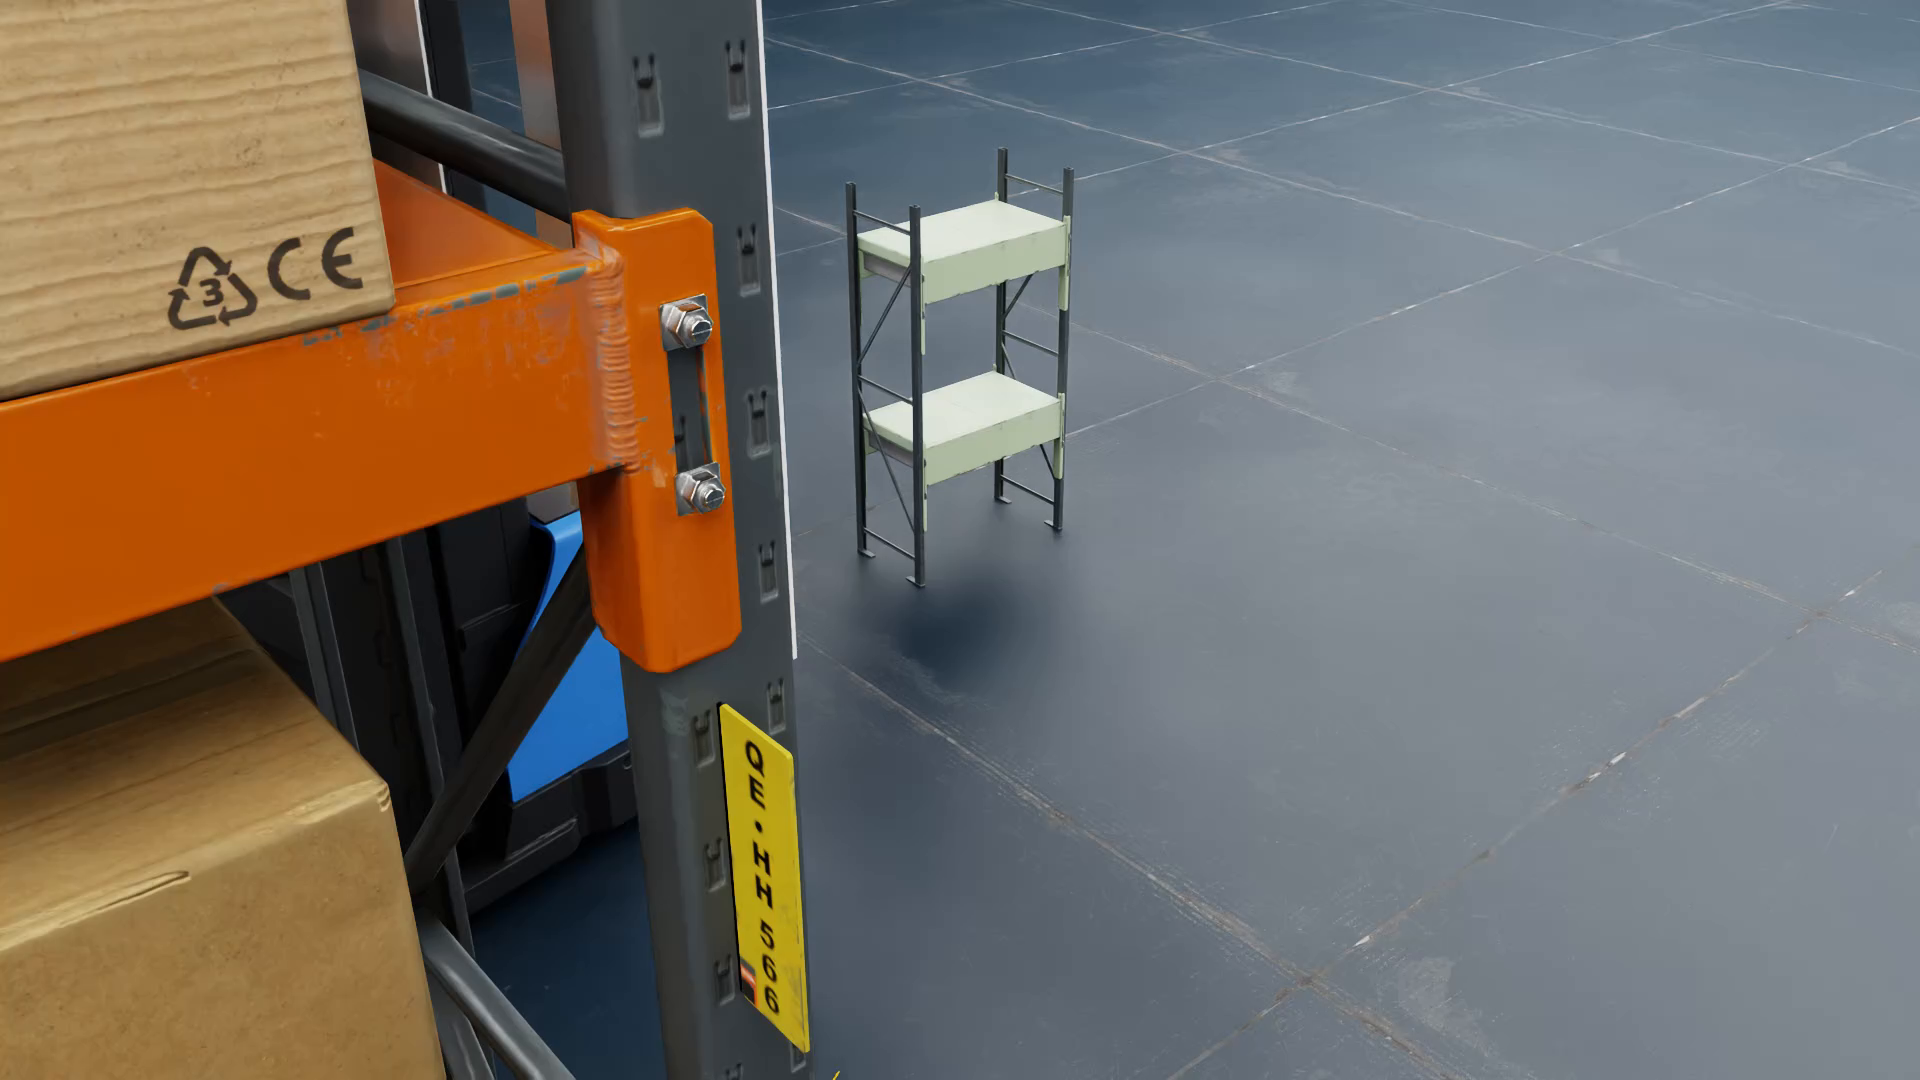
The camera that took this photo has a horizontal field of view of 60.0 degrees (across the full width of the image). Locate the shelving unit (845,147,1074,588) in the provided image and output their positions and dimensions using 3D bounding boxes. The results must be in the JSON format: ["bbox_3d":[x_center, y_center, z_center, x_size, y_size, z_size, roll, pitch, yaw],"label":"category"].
[{"bbox_3d":[0.005,-0.664,6.400,0.755,1.500,0.431,-22,35,-35],"label":"shelving unit"}]

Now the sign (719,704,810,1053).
[{"bbox_3d":[-0.169,0.299,1.445,0.005,0.325,0.100,-22,35,-35],"label":"sign"}]

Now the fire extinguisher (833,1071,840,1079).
[{"bbox_3d":[-0.127,0.908,1.950,0.183,0.674,0.296,-22,35,-35],"label":"fire extinguisher"}]

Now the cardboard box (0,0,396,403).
[{"bbox_3d":[-0.715,-0.275,1.058,0.500,0.250,0.500,-21,35,-34],"label":"cardboard box"}]

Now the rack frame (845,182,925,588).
[{"bbox_3d":[-0.273,-0.552,6.191,0.023,1.500,0.400,-22,35,-35],"label":"rack frame"}]

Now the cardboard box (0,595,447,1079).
[{"bbox_3d":[-0.772,0.384,1.366,0.500,0.500,0.500,-22,35,-35],"label":"cardboard box"}]

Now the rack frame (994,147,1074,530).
[{"bbox_3d":[0.284,-0.775,6.610,0.023,1.500,0.400,-22,35,-35],"label":"rack frame"}]

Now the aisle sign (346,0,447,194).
[{"bbox_3d":[-0.661,-0.529,1.800,0.004,0.787,0.394,-22,35,-35],"label":"aisle sign"}]

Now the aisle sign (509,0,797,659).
[{"bbox_3d":[-0.272,-0.314,1.397,0.004,0.787,0.394,-22,35,-35],"label":"aisle sign"}]

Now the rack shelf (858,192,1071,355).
[{"bbox_3d":[0.005,-1.008,6.216,0.720,0.370,0.431,-22,35,-35],"label":"rack shelf"}]

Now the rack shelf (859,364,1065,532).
[{"bbox_3d":[0.005,-0.376,6.554,0.720,0.370,0.431,-22,35,-35],"label":"rack shelf"}]

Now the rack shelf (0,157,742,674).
[{"bbox_3d":[-2.035,0.350,0.494,4.000,0.370,1.077,-22,35,-35],"label":"rack shelf"}]

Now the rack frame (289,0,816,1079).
[{"bbox_3d":[-0.516,0.743,2.178,0.053,2.616,0.949,-22,35,-35],"label":"rack frame"}]

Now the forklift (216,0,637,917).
[{"bbox_3d":[-1.945,-0.265,4.136,1.130,2.935,3.031,22,35,35],"label":"forklift"}]
